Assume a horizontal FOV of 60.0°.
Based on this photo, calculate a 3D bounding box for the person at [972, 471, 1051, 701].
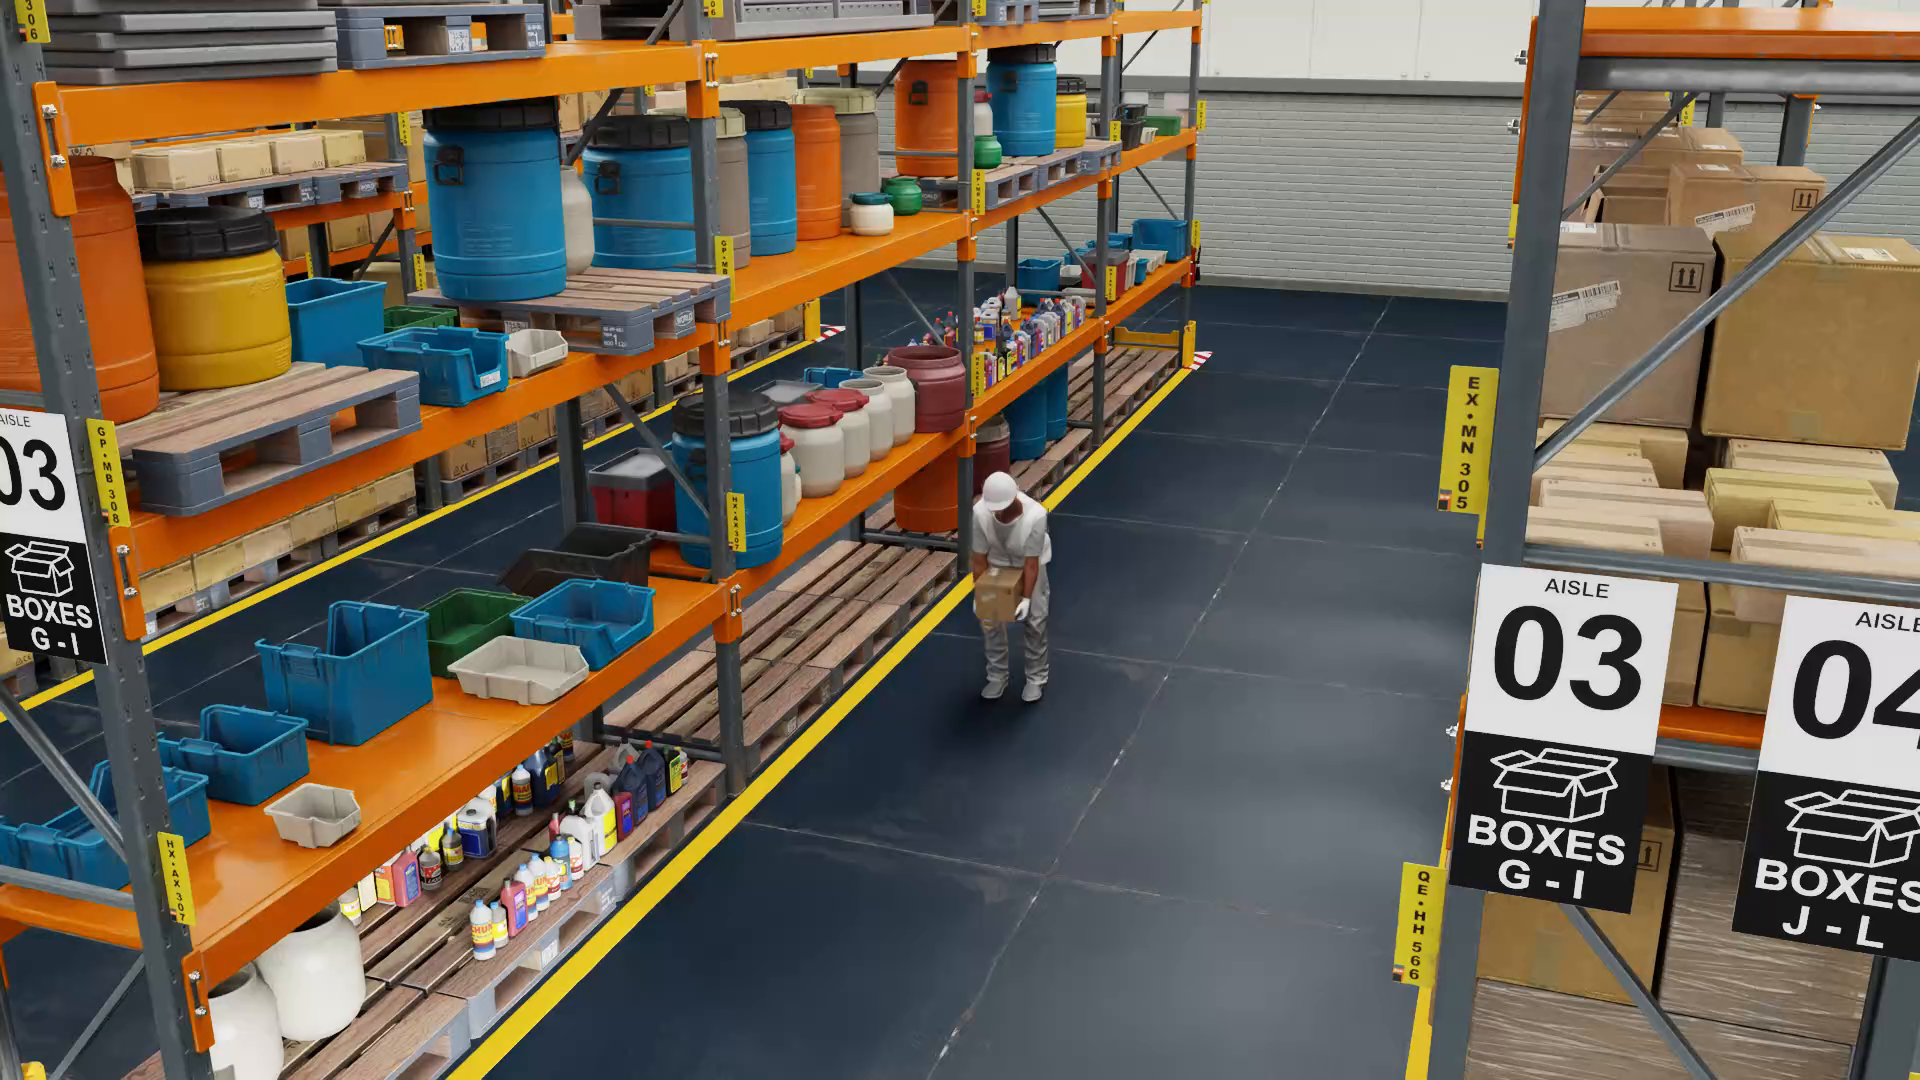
[{"bbox_3d":[0.317,0.274,10.484,0.471,1.605,0.774,6,19,17],"label":"person"}]
